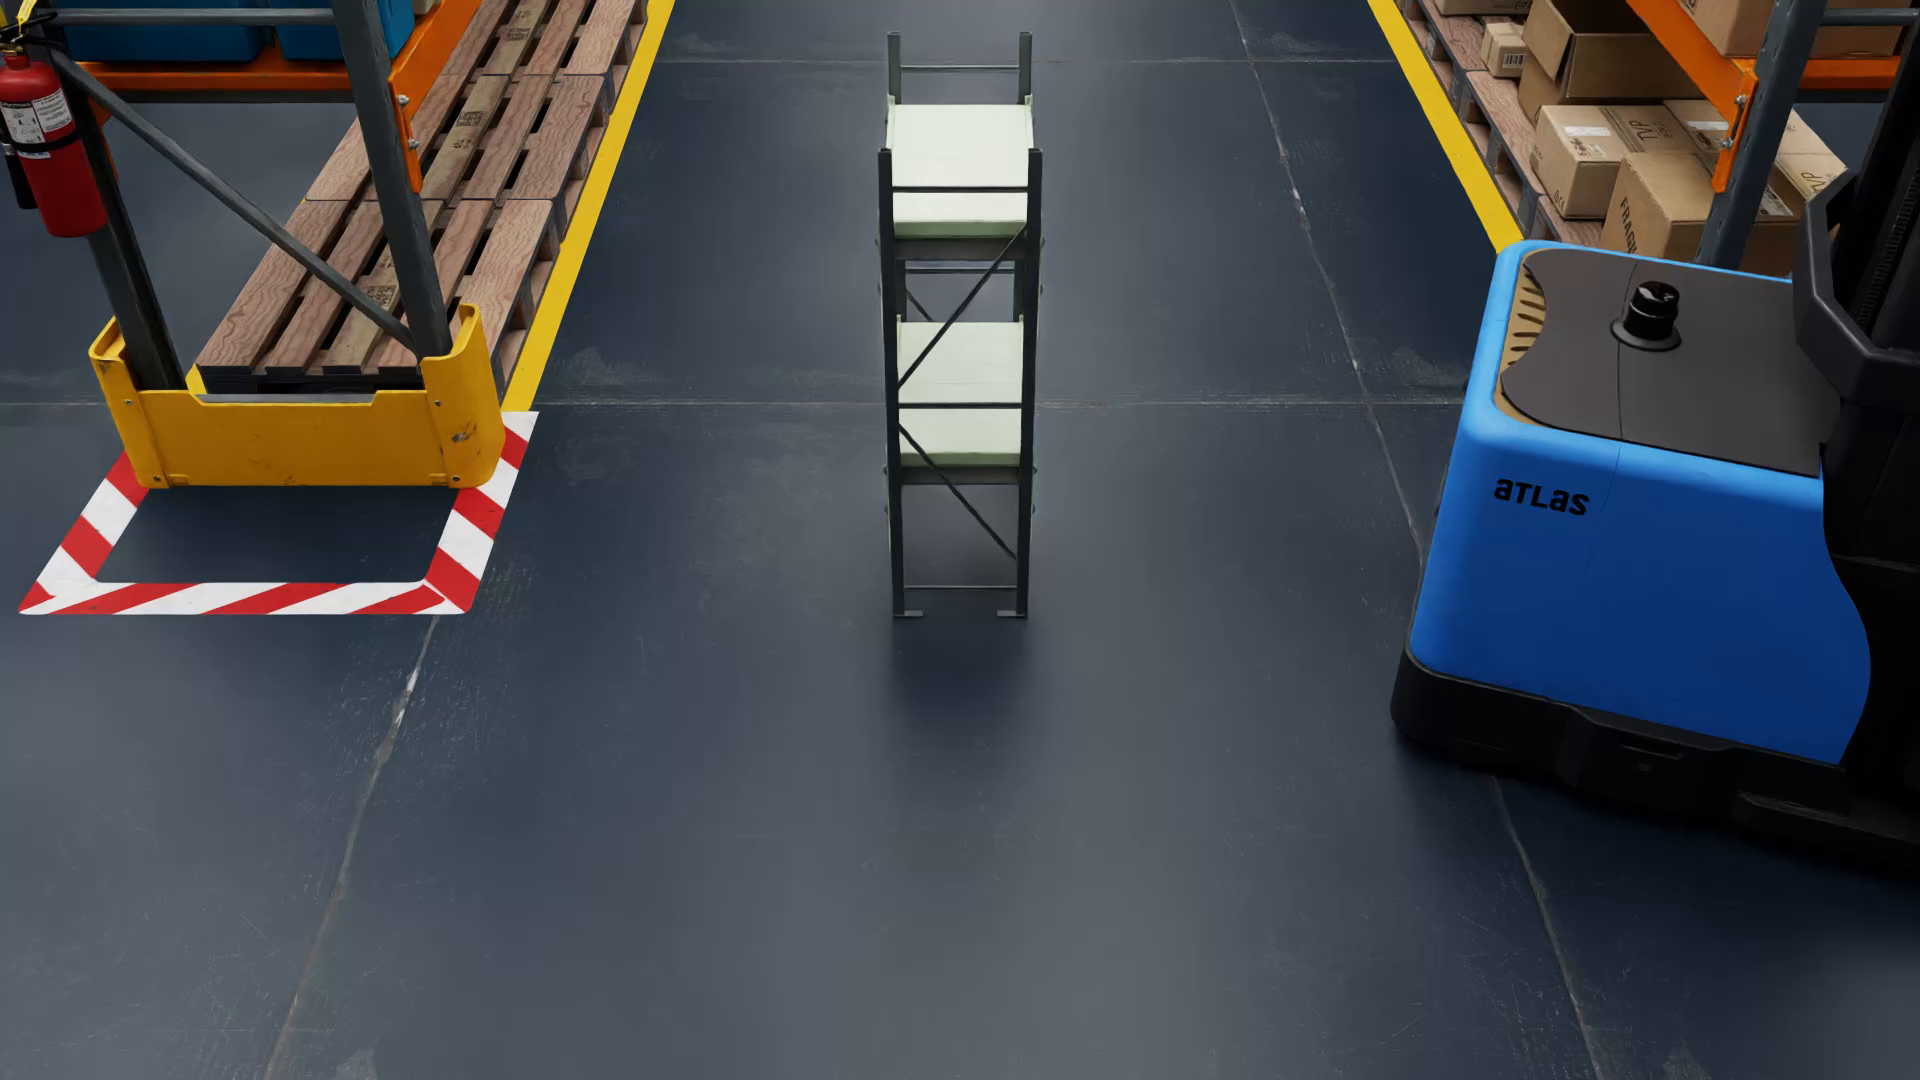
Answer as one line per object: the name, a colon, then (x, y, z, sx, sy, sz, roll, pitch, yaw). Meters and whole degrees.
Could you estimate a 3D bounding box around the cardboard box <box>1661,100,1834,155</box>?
cardboard box: (3.086, -1.528, 6.605, 0.500, 0.250, 0.500, 0, 39, 0)

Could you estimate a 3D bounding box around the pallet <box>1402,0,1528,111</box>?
pallet: (2.799, -2.447, 8.135, 1.003, 0.211, 1.213, 0, 39, 0)

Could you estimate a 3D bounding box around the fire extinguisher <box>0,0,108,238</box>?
fire extinguisher: (-2.603, -1.192, 4.699, 0.296, 0.674, 0.183, 0, 39, 0)

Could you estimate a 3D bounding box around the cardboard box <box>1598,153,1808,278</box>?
cardboard box: (2.557, -1.000, 5.746, 0.500, 0.500, 0.500, 0, 39, 0)

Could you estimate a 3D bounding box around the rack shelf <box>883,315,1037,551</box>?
rack shelf: (0.000, -0.335, 4.990, 0.431, 0.370, 0.720, 0, 39, 0)

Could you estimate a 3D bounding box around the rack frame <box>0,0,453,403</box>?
rack frame: (-2.149, -1.462, 4.676, 1.000, 3.000, 0.127, 0, 39, 0)

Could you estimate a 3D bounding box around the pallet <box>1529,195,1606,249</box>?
pallet: (2.802, -0.921, 6.231, 1.003, 0.211, 1.213, 0, 39, 0)

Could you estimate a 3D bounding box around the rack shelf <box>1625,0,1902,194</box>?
rack shelf: (2.802, -2.434, 6.463, 1.077, 0.370, 4.000, 0, 39, 0)

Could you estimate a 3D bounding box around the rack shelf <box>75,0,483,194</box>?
rack shelf: (-2.152, -2.432, 6.462, 1.077, 0.370, 4.000, 0, 39, 0)

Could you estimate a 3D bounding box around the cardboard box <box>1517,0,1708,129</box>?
cardboard box: (2.807, -1.988, 6.976, 0.797, 0.503, 0.637, 0, 39, 0)

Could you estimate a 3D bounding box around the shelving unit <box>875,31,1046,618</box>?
shelving unit: (0.000, -0.589, 4.786, 0.431, 1.500, 0.755, 0, 39, 0)

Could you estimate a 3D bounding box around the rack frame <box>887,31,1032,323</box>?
rack frame: (0.000, -0.818, 5.072, 0.400, 1.500, 0.023, 0, 39, 0)

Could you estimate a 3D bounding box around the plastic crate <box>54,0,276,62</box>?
plastic crate: (-2.336, -1.709, 4.907, 0.616, 0.435, 0.499, 0, 39, 0)

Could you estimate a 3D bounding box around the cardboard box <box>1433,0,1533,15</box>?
cardboard box: (2.584, -2.825, 8.175, 0.500, 0.311, 0.500, 0, 39, 0)

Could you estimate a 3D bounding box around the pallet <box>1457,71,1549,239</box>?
pallet: (2.804, -1.682, 7.181, 1.003, 0.211, 1.213, 0, 39, 0)

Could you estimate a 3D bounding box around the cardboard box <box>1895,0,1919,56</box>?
cardboard box: (3.067, -1.780, 4.993, 0.500, 0.500, 0.500, 1, 39, 1)

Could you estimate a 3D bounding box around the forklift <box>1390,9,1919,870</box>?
forklift: (2.748, -0.553, 3.596, 3.031, 2.935, 1.130, 13, 40, 15)

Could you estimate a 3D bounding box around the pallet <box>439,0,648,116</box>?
pallet: (-2.114, -2.416, 8.096, 1.003, 0.211, 1.213, 0, 39, 0)

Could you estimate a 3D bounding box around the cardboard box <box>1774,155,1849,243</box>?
cardboard box: (3.087, -1.215, 6.215, 0.500, 0.250, 0.500, 0, 39, 0)

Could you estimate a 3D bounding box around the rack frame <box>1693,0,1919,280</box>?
rack frame: (2.804, -1.464, 4.678, 1.000, 3.000, 0.127, 0, 39, 0)

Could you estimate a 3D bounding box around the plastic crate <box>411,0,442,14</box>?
plastic crate: (-1.738, -1.738, 5.183, 0.250, 0.136, 0.298, 0, 39, 0)

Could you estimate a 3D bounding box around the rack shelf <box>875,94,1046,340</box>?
rack shelf: (0.000, -0.894, 4.542, 0.431, 0.370, 0.720, 0, 39, 0)

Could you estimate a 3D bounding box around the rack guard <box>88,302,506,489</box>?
rack guard: (-2.136, -0.472, 5.439, 1.175, 0.500, 0.348, 0, 39, 0)

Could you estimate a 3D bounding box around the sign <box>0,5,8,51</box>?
sign: (-2.699, -1.515, 4.612, 0.100, 0.325, 0.005, 0, 39, 0)

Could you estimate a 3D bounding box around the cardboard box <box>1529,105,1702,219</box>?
cardboard box: (2.586, -1.496, 6.565, 0.500, 0.250, 0.500, 0, 39, 0)

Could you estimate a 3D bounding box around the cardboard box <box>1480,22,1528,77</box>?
cardboard box: (2.595, -2.227, 7.545, 0.380, 0.166, 0.250, 0, 39, 0)

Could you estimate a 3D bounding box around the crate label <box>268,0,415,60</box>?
crate label: (-1.820, -1.575, 4.903, 0.416, 0.233, 0.303, 0, 39, 0)

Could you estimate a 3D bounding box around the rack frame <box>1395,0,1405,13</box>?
rack frame: (2.800, -3.965, 7.799, 1.000, 3.000, 0.127, 0, 39, 0)

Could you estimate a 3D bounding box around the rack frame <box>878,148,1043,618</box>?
rack frame: (0.000, -0.361, 4.501, 0.400, 1.500, 0.023, 0, 39, 0)

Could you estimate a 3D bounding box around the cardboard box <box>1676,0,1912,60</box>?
cardboard box: (2.531, -1.782, 4.996, 0.500, 0.500, 0.500, 1, 39, 1)

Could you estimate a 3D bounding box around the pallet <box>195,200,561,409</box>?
pallet: (-2.111, -0.890, 6.192, 1.003, 0.211, 1.213, 0, 39, 0)

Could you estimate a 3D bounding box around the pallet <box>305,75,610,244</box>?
pallet: (-2.110, -1.651, 7.141, 1.003, 0.211, 1.213, 0, 39, 0)
